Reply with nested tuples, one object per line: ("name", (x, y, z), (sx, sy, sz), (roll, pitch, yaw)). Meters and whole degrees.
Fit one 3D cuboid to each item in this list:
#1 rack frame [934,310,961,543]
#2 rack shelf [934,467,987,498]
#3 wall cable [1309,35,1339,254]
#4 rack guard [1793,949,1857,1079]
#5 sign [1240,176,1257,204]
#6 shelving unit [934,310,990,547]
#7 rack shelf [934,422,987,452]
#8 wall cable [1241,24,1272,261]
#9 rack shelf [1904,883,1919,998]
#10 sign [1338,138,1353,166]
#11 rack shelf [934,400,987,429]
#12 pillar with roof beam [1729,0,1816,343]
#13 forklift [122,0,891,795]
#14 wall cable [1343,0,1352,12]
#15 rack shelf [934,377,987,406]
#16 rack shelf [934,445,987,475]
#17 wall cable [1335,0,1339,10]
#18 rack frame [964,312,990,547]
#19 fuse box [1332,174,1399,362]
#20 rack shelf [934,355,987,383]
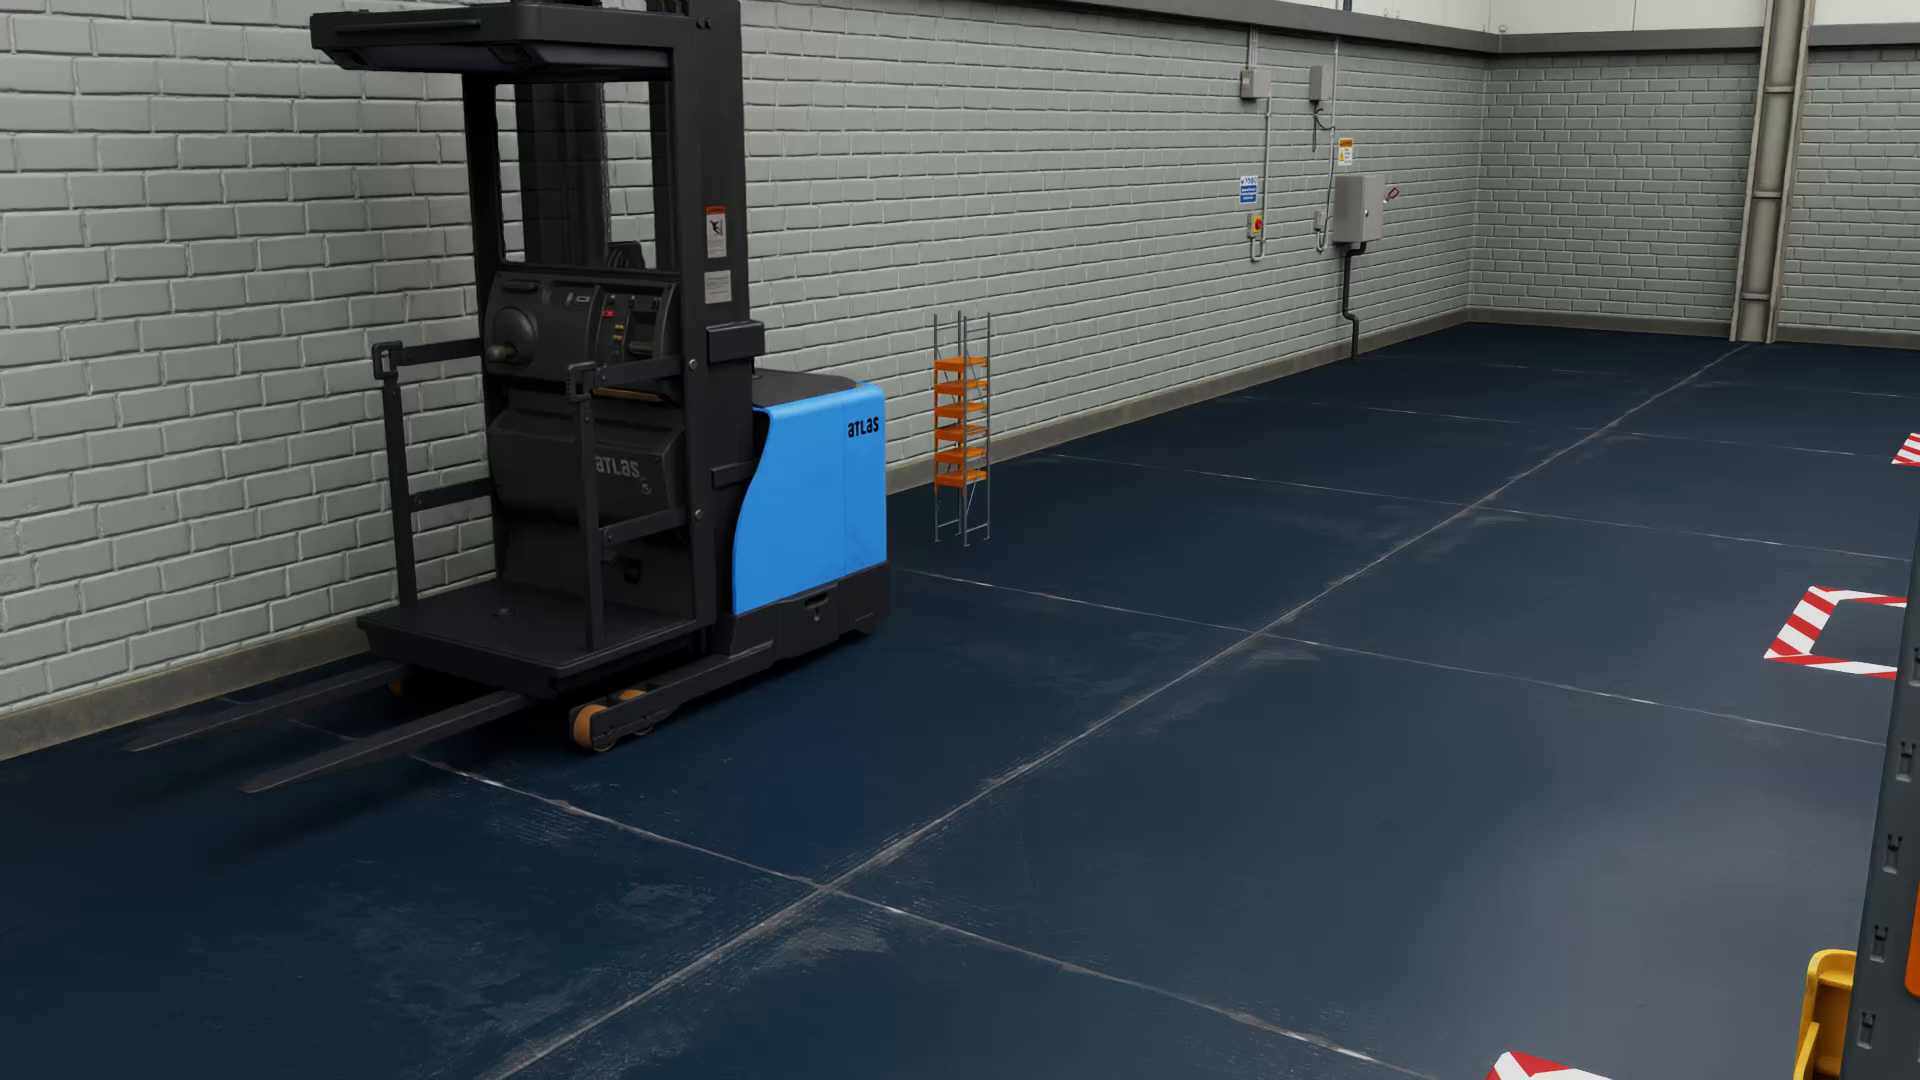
("rack frame", (-0.064, -0.593, 8.721), (0.006, 1.200, 0.240), (9, 17, 33))
("rack shelf", (0.012, -0.304, 8.740), (0.180, 0.103, 0.258), (9, 17, 33))
("wall cable", (3.214, -3.507, 14.633), (0.122, 1.984, 0.588), (9, 17, 33))
("rack guard", (1.574, 1.208, 2.901), (0.348, 0.500, 1.175), (9, 17, 33))
("sign", (2.355, -2.859, 13.568), (0.001, 0.218, 0.327), (9, 17, 33))
("shelving unit", (0.012, -0.580, 8.671), (0.189, 1.200, 0.258), (9, 17, 33))
("rack shelf", (0.012, -0.537, 8.682), (0.180, 0.103, 0.258), (9, 17, 33))
("wall cable", (2.432, -3.238, 13.480), (0.123, 1.953, 0.585), (9, 17, 33))
("rack shelf", (3.253, 0.616, 1.591), (4.000, 0.370, 1.077), (9, 17, 33))
("sign", (3.523, -3.546, 15.187), (0.001, 0.242, 0.339), (9, 17, 33))
("rack shelf", (0.012, -0.654, 8.653), (0.180, 0.103, 0.258), (9, 17, 33))
("pillar with roof beam", (5.755, -5.563, 12.568), (0.400, 9.000, 9.100), (9, 17, 33))
("forklift", (-1.533, -0.809, 5.993), (1.130, 2.935, 3.031), (9, 17, 32))
("wall cable", (4.255, -6.315, 15.527), (0.133, 3.039, 2.988), (9, 17, 33))
("rack shelf", (0.012, -0.770, 8.624), (0.180, 0.103, 0.258), (9, 17, 33))
("rack shelf", (0.012, -0.421, 8.711), (0.180, 0.103, 0.258), (9, 17, 33))
("wall cable", (2.669, -5.746, 13.308), (0.029, 3.000, 2.355), (9, 17, 33))
("rack frame", (0.088, -0.568, 8.622), (0.006, 1.200, 0.240), (9, 17, 33))
("fuse box", (3.726, -2.503, 15.374), (0.414, 1.711, 0.539), (9, 17, 33))
("rack shelf", (0.012, -0.887, 8.595), (0.180, 0.103, 0.258), (9, 17, 33))
